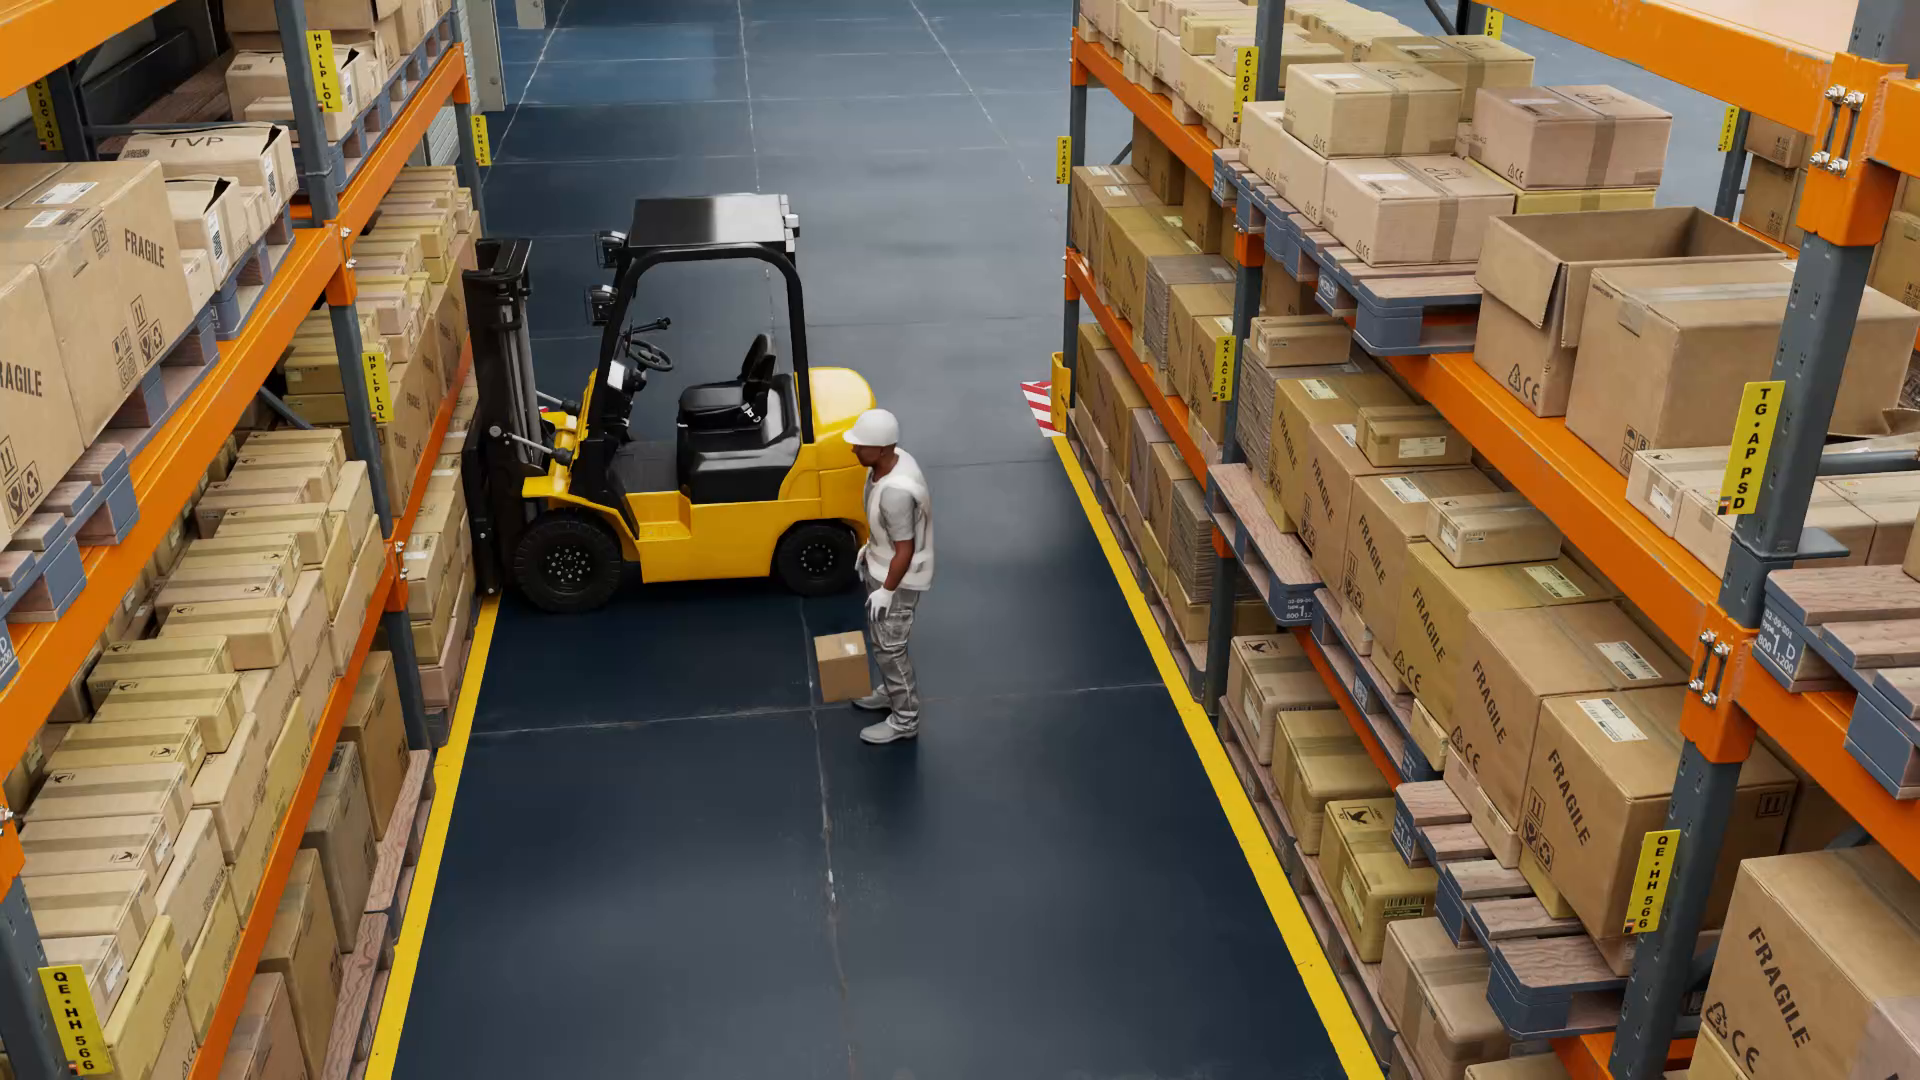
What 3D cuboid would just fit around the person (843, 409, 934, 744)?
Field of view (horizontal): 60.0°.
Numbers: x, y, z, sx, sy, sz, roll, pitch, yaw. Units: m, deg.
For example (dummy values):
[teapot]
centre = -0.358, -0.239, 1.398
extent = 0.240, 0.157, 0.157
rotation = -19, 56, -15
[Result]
[person]
centre = -0.350, 0.167, 8.271
extent = 0.426, 1.778, 0.584
rotation = -4, 27, -9
